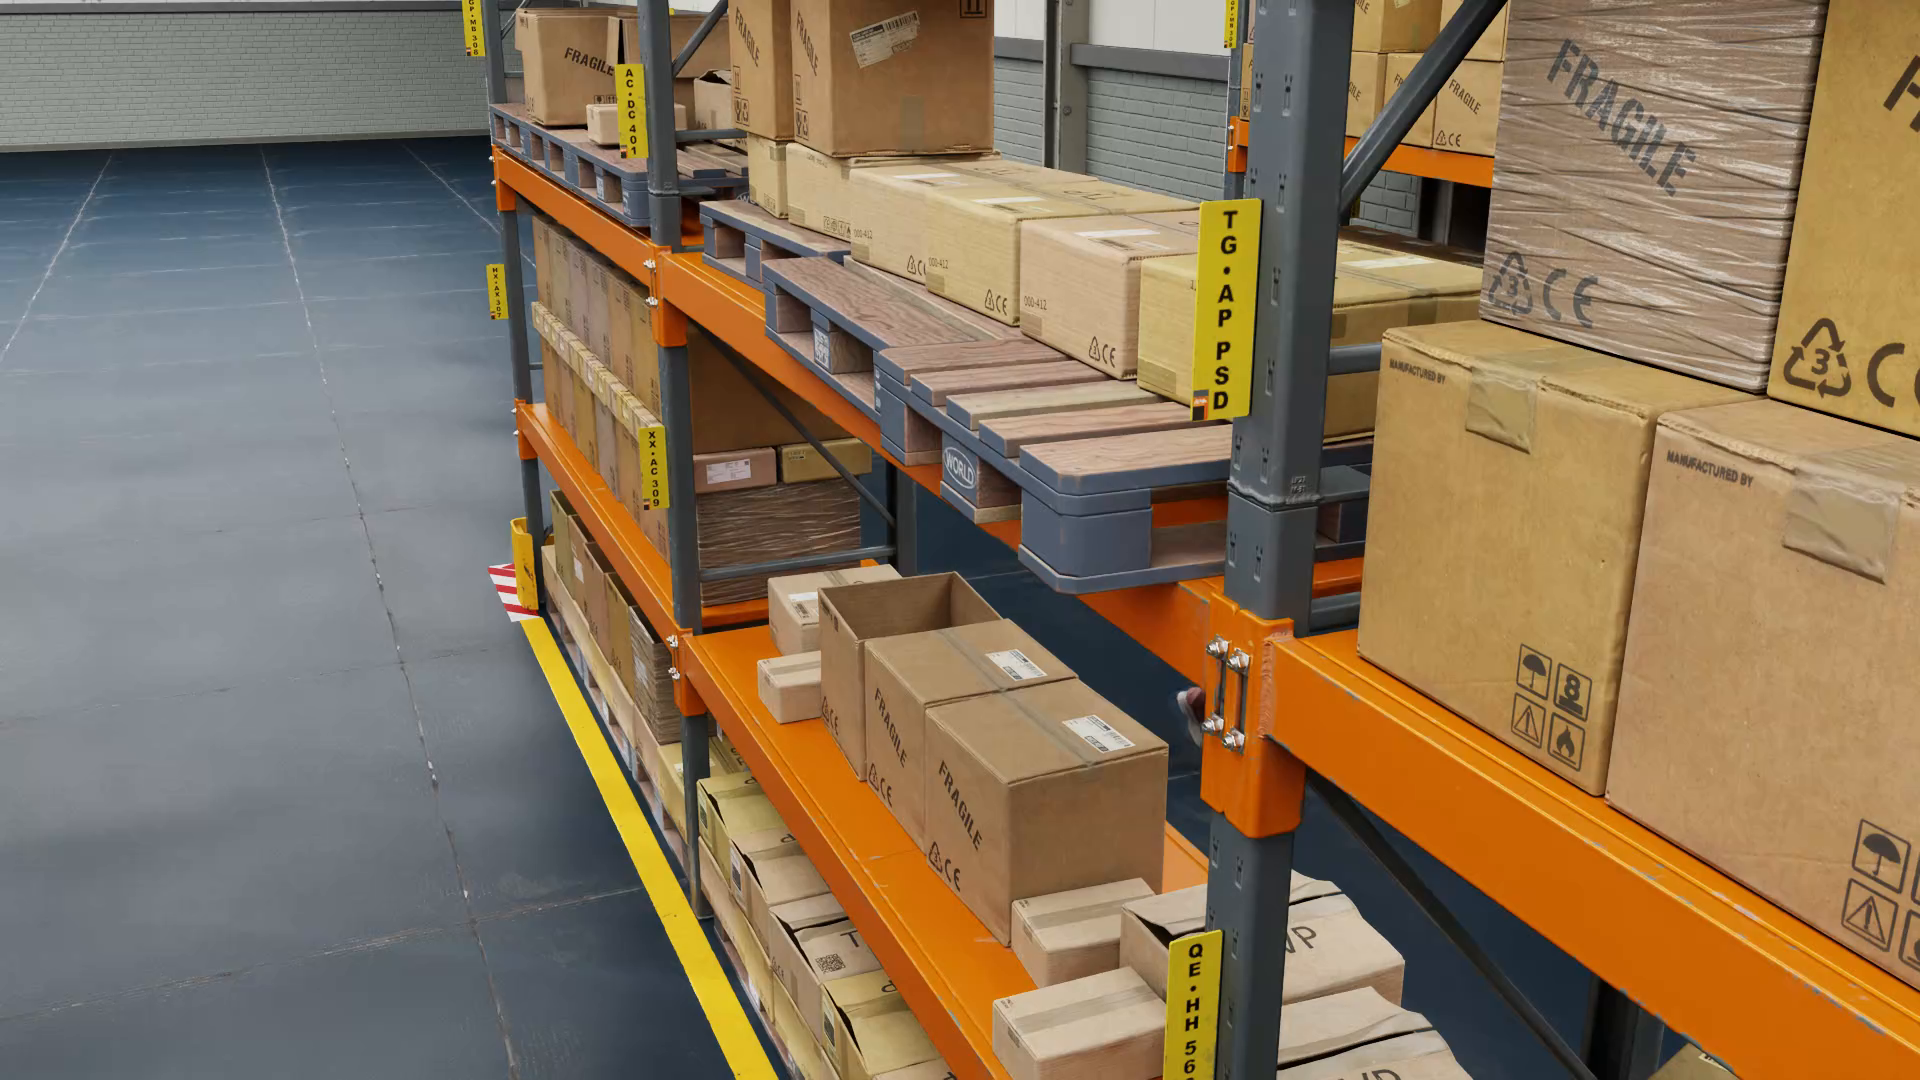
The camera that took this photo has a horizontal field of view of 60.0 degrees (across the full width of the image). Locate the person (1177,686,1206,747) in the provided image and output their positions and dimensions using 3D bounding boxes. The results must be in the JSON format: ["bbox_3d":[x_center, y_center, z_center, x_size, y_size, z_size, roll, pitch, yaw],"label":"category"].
[{"bbox_3d":[1.342,0.383,7.896,0.749,1.646,0.451,15,24,37],"label":"person"}]
